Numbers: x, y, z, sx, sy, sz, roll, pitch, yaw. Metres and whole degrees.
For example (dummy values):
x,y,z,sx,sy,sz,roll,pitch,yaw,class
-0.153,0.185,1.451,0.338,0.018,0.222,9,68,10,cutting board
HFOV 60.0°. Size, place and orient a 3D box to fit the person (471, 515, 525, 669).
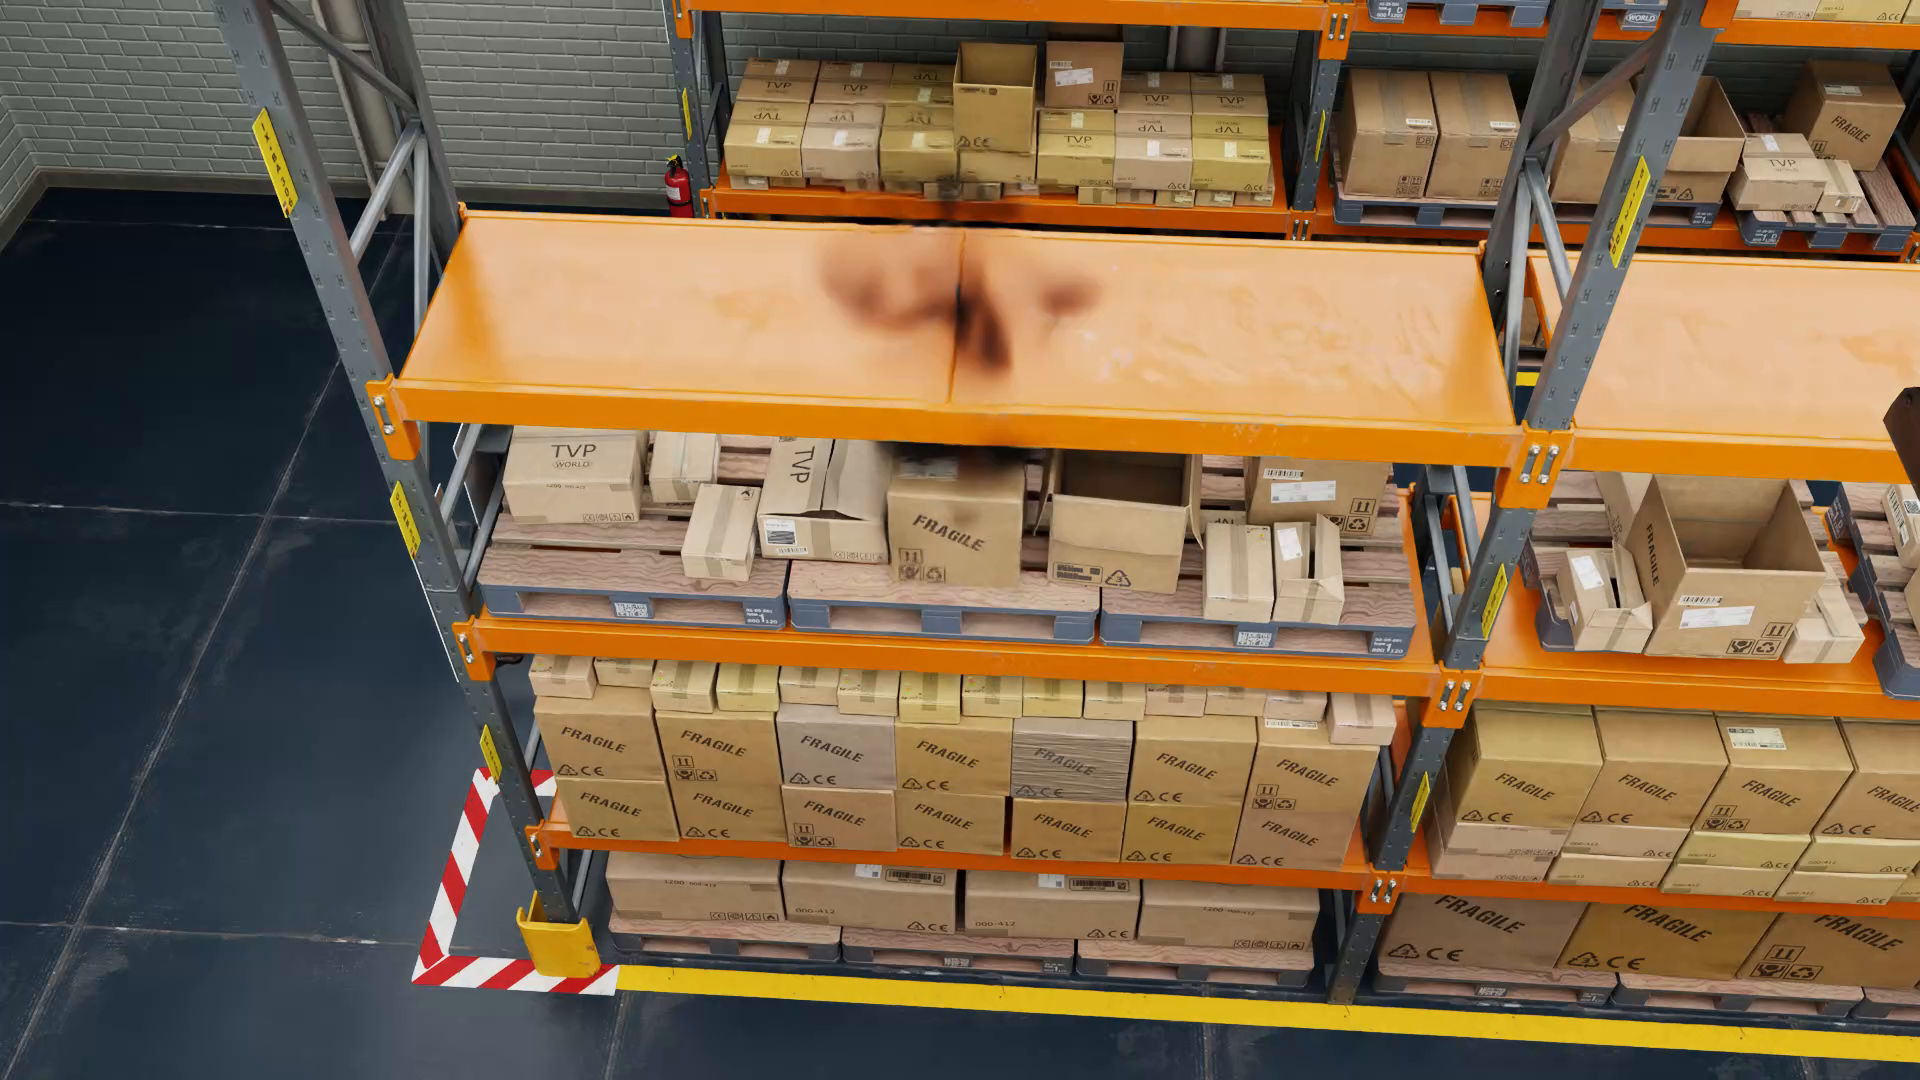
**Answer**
x,y,z,sx,sy,sz,roll,pitch,yaw,class
-2.433,0.254,9.059,0.695,1.654,0.707,-17,50,-15,person
